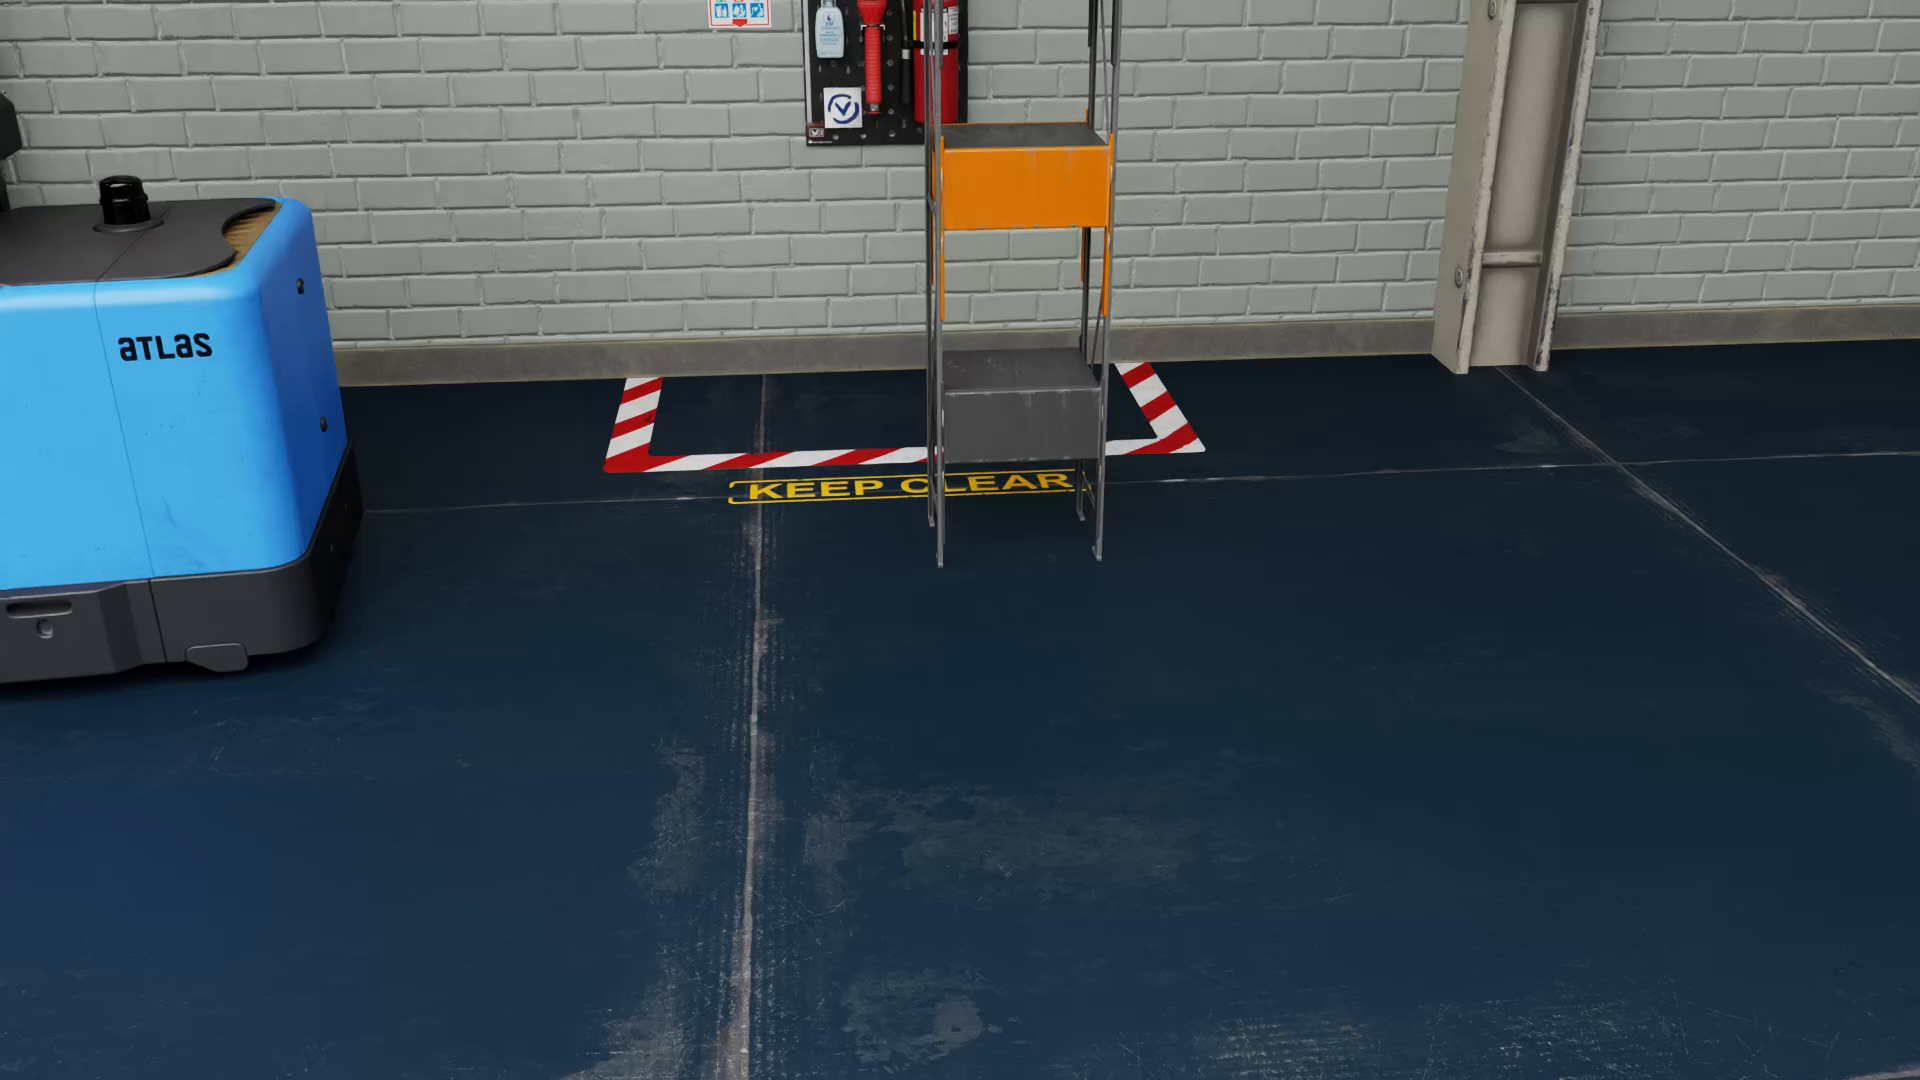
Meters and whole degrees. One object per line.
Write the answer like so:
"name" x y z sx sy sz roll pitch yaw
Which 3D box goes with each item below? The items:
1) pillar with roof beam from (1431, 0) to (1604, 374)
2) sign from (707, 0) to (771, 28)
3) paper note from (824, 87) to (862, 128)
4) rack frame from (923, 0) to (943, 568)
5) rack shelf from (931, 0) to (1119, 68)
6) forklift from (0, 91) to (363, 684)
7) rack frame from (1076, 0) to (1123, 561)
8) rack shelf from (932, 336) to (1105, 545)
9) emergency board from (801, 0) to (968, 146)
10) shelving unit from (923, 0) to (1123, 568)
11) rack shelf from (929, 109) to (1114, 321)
"pillar with roof beam" 2.622 -3.119 1.189 0.400 9.000 9.100 -2 24 -5
"sign" -0.825 -2.071 6.172 0.234 0.329 0.001 -2 24 -5
"paper note" -0.447 -1.653 6.361 0.142 0.148 0.016 -2 24 -5
"rack frame" -0.078 -0.956 4.817 0.015 2.100 0.400 -2 24 -5
"rack shelf" 0.165 -1.593 4.560 0.480 0.518 0.431 -2 24 -5
"forklift" -3.290 -1.069 4.047 3.031 2.935 1.130 -5 24 -10
"rack frame" 0.408 -0.976 4.860 0.015 2.100 0.400 -2 24 -5
"rack shelf" 0.165 -0.314 5.128 0.480 0.518 0.431 -2 24 -5
"emergency board" -0.264 -2.035 6.135 0.643 1.169 0.194 -2 24 -5
"shelving unit" 0.165 -0.966 4.838 0.503 2.100 0.431 -2 24 -5
"rack shelf" 0.165 -0.954 4.844 0.480 0.518 0.431 -2 24 -5
